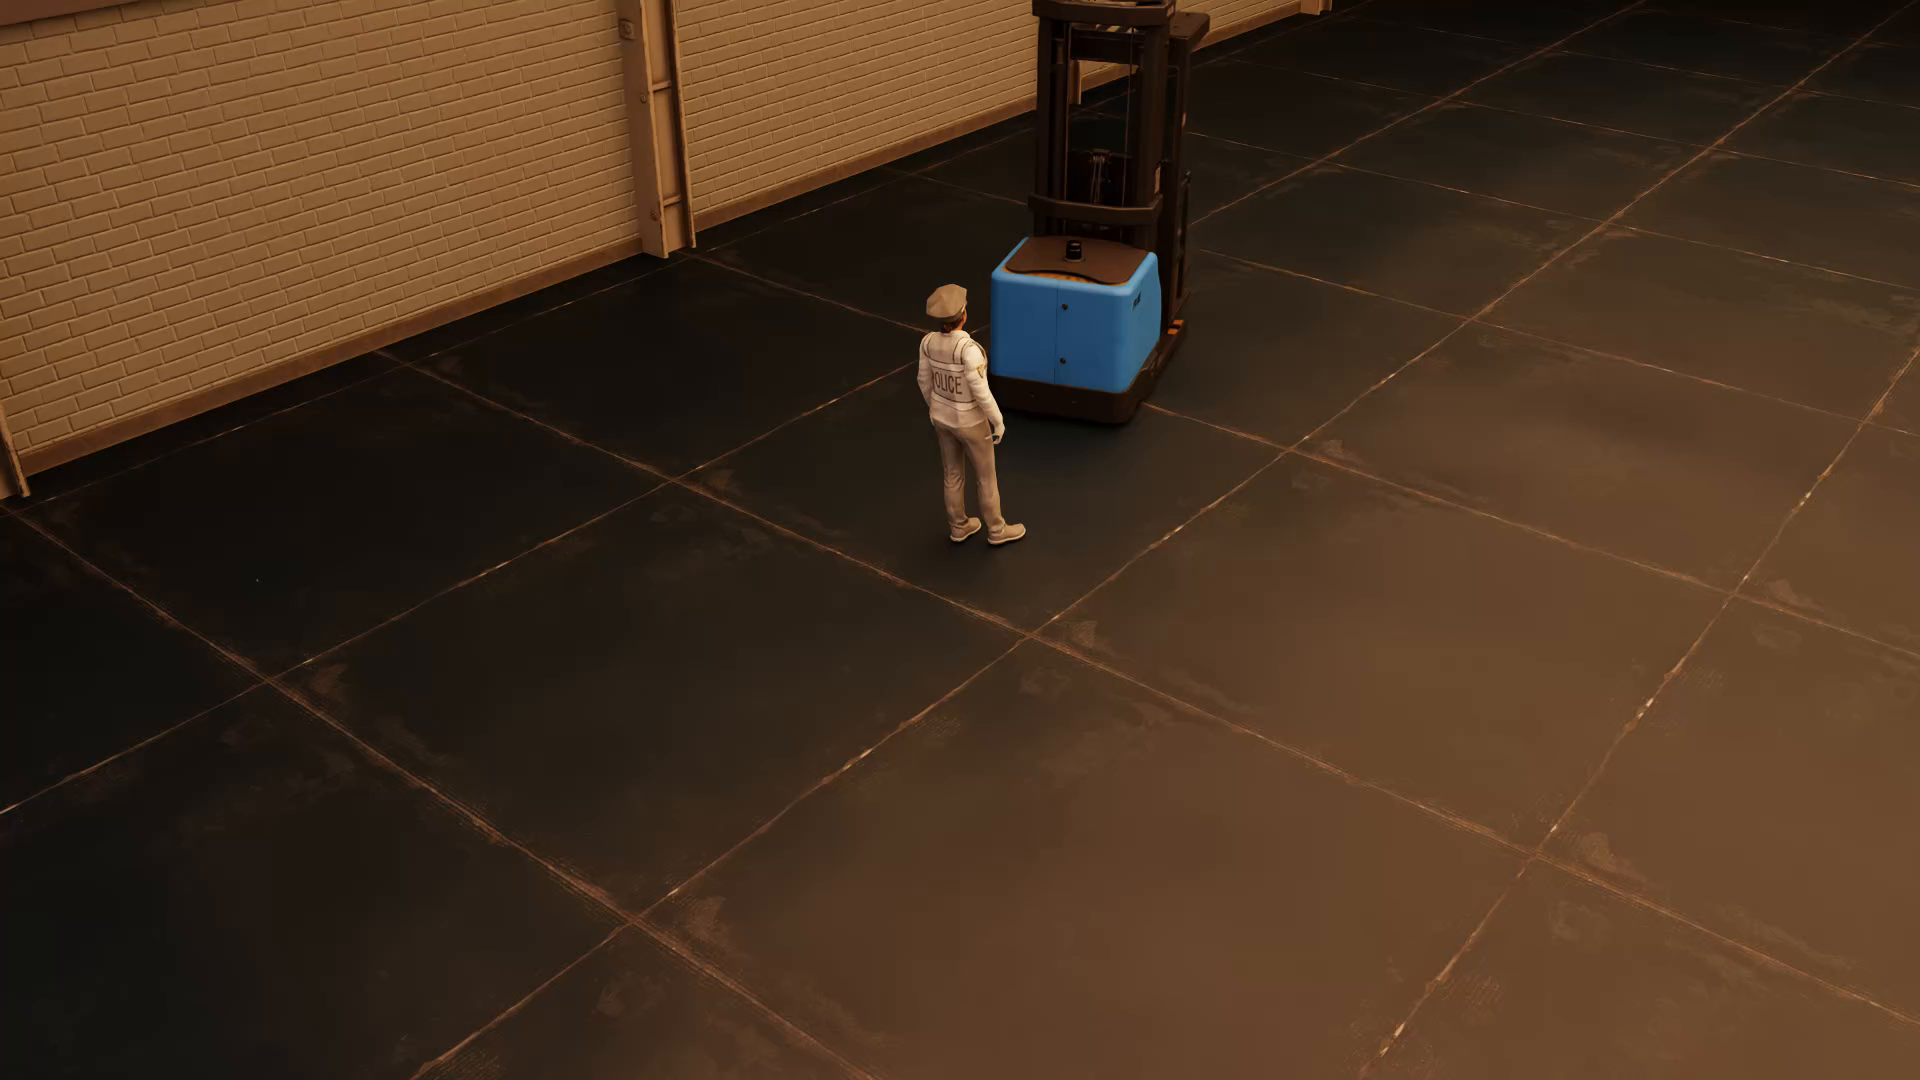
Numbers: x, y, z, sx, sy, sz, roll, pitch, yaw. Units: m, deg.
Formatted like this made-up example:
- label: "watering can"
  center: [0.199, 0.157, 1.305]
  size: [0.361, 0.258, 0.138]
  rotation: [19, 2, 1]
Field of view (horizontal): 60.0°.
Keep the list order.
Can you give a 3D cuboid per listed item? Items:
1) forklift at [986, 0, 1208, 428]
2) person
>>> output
- label: "forklift"
  center: [1.144, -2.783, 12.357]
  size: [1.130, 2.935, 3.031]
  rotation: [10, 32, 17]
- label: "person"
  center: [0.047, -0.762, 10.110]
  size: [0.587, 1.696, 0.534]
  rotation: [22, 37, 33]
